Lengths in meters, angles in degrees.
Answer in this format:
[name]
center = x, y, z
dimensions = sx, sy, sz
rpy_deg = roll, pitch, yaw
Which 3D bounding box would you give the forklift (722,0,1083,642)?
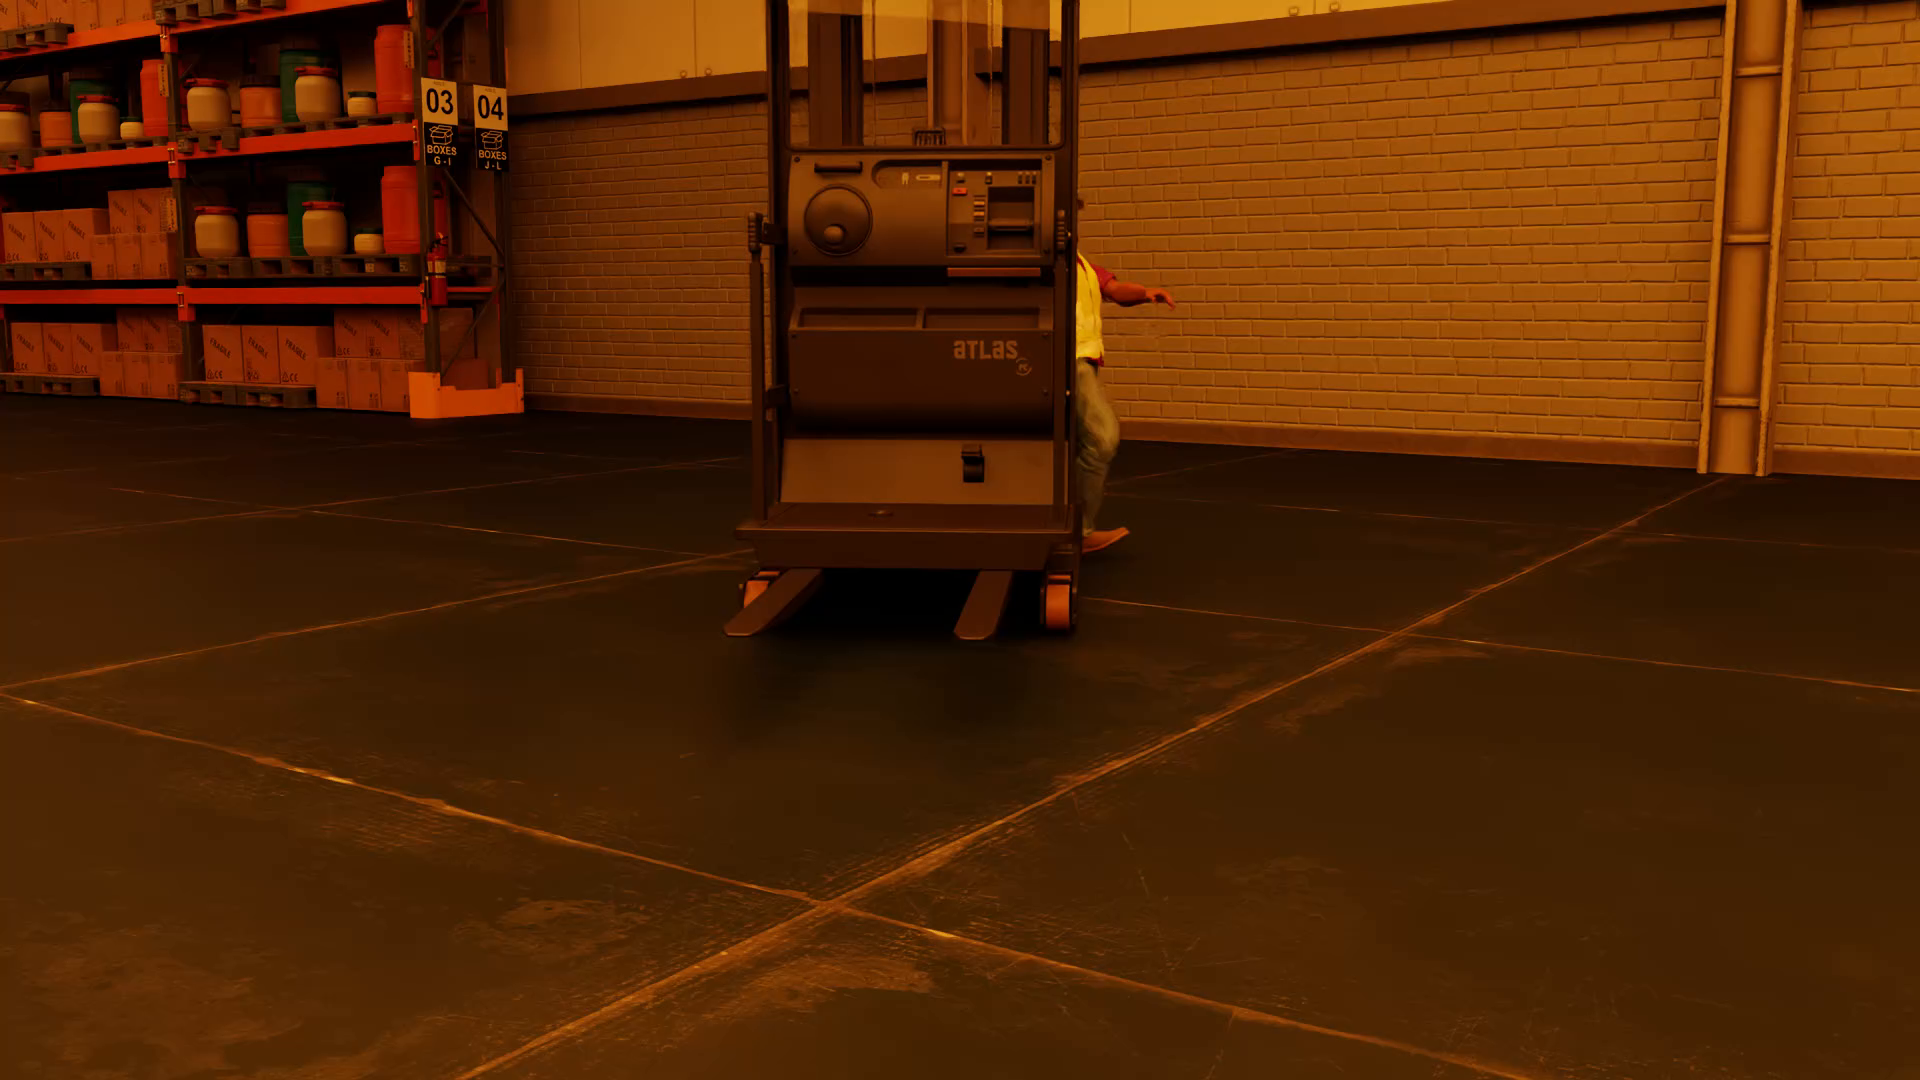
[forklift]
center = -0.149, -1.194, 5.590
dimensions = 1.130, 2.935, 3.031
rpy_deg = 1, 8, 5

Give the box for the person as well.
[person]
center = 0.468, -0.748, 7.094
dimensions = 0.877, 1.658, 0.800
rpy_deg = 2, 8, 15
